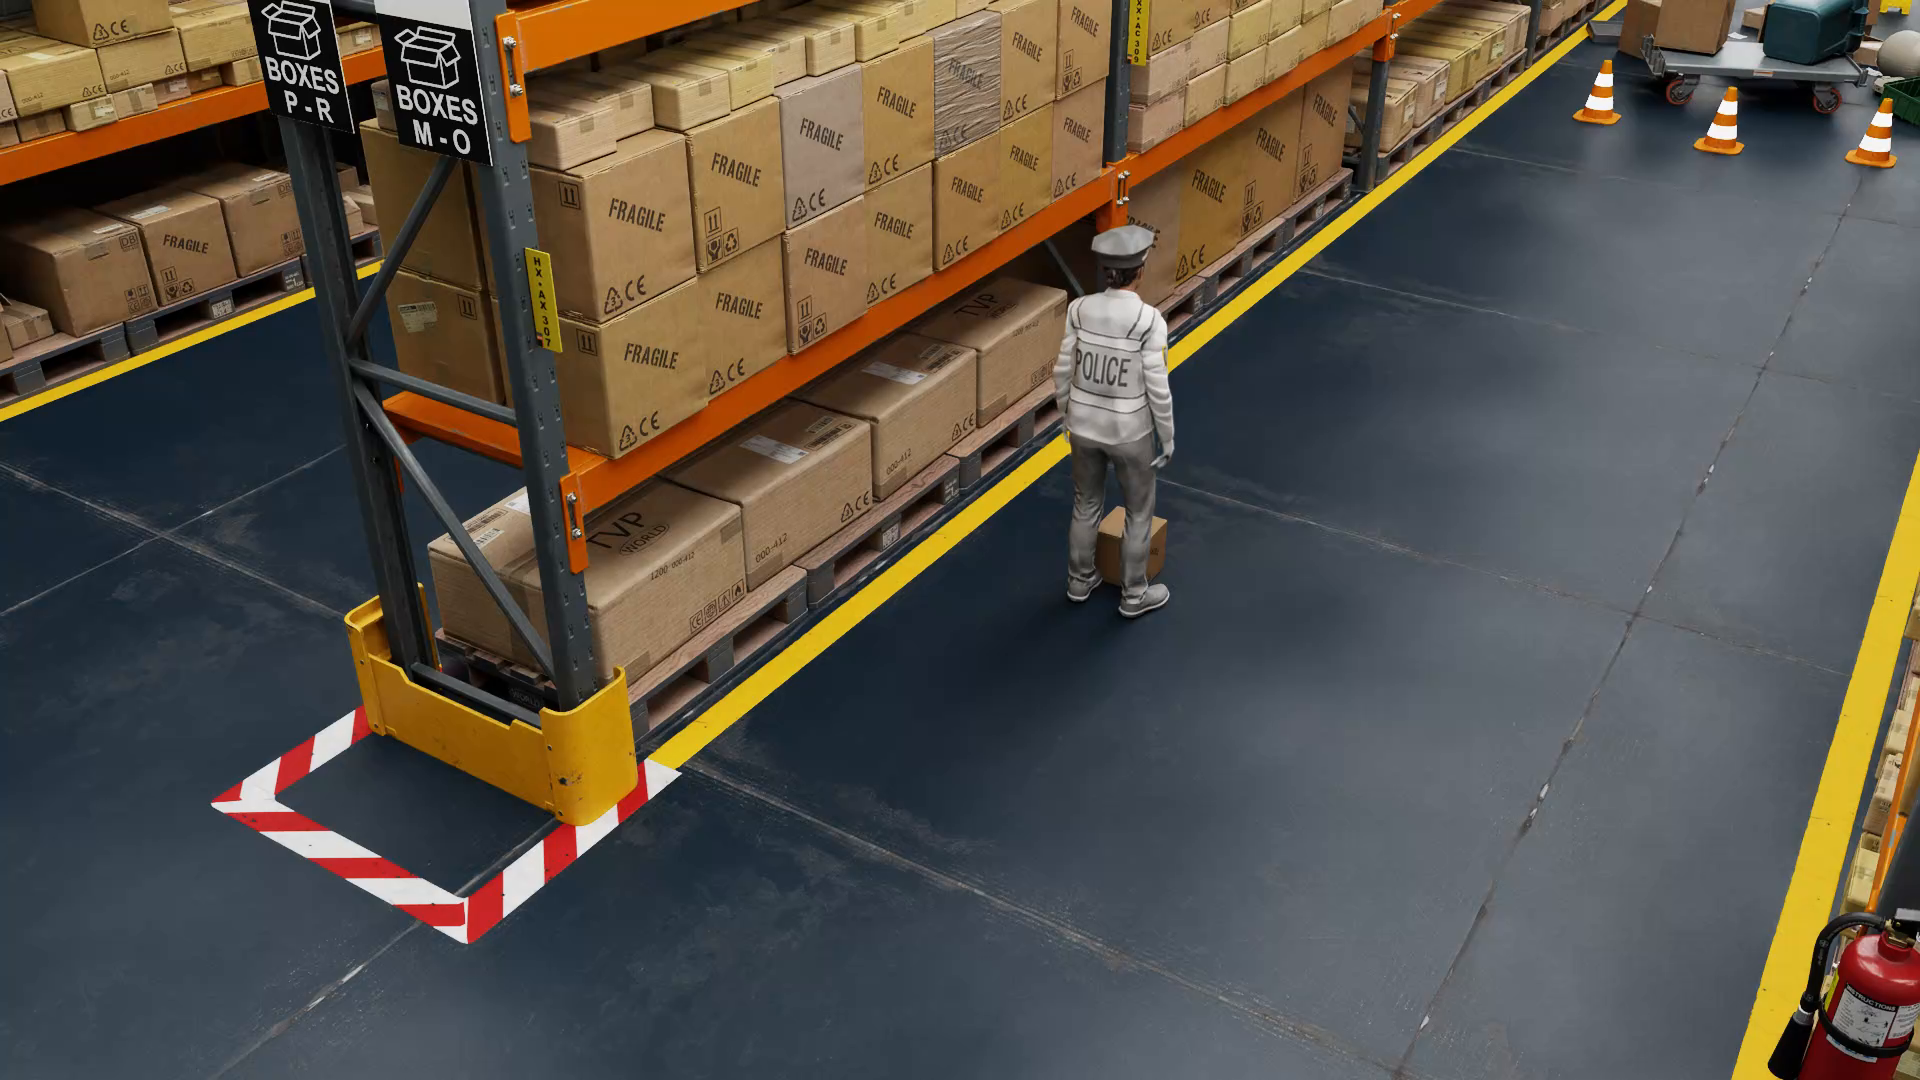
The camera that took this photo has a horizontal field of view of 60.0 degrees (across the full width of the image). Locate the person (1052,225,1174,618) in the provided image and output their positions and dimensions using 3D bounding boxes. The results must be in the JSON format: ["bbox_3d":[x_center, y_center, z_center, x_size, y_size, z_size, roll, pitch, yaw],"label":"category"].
[{"bbox_3d":[0.638,-0.459,6.903,0.528,1.662,0.372,16,34,26],"label":"person"}]
